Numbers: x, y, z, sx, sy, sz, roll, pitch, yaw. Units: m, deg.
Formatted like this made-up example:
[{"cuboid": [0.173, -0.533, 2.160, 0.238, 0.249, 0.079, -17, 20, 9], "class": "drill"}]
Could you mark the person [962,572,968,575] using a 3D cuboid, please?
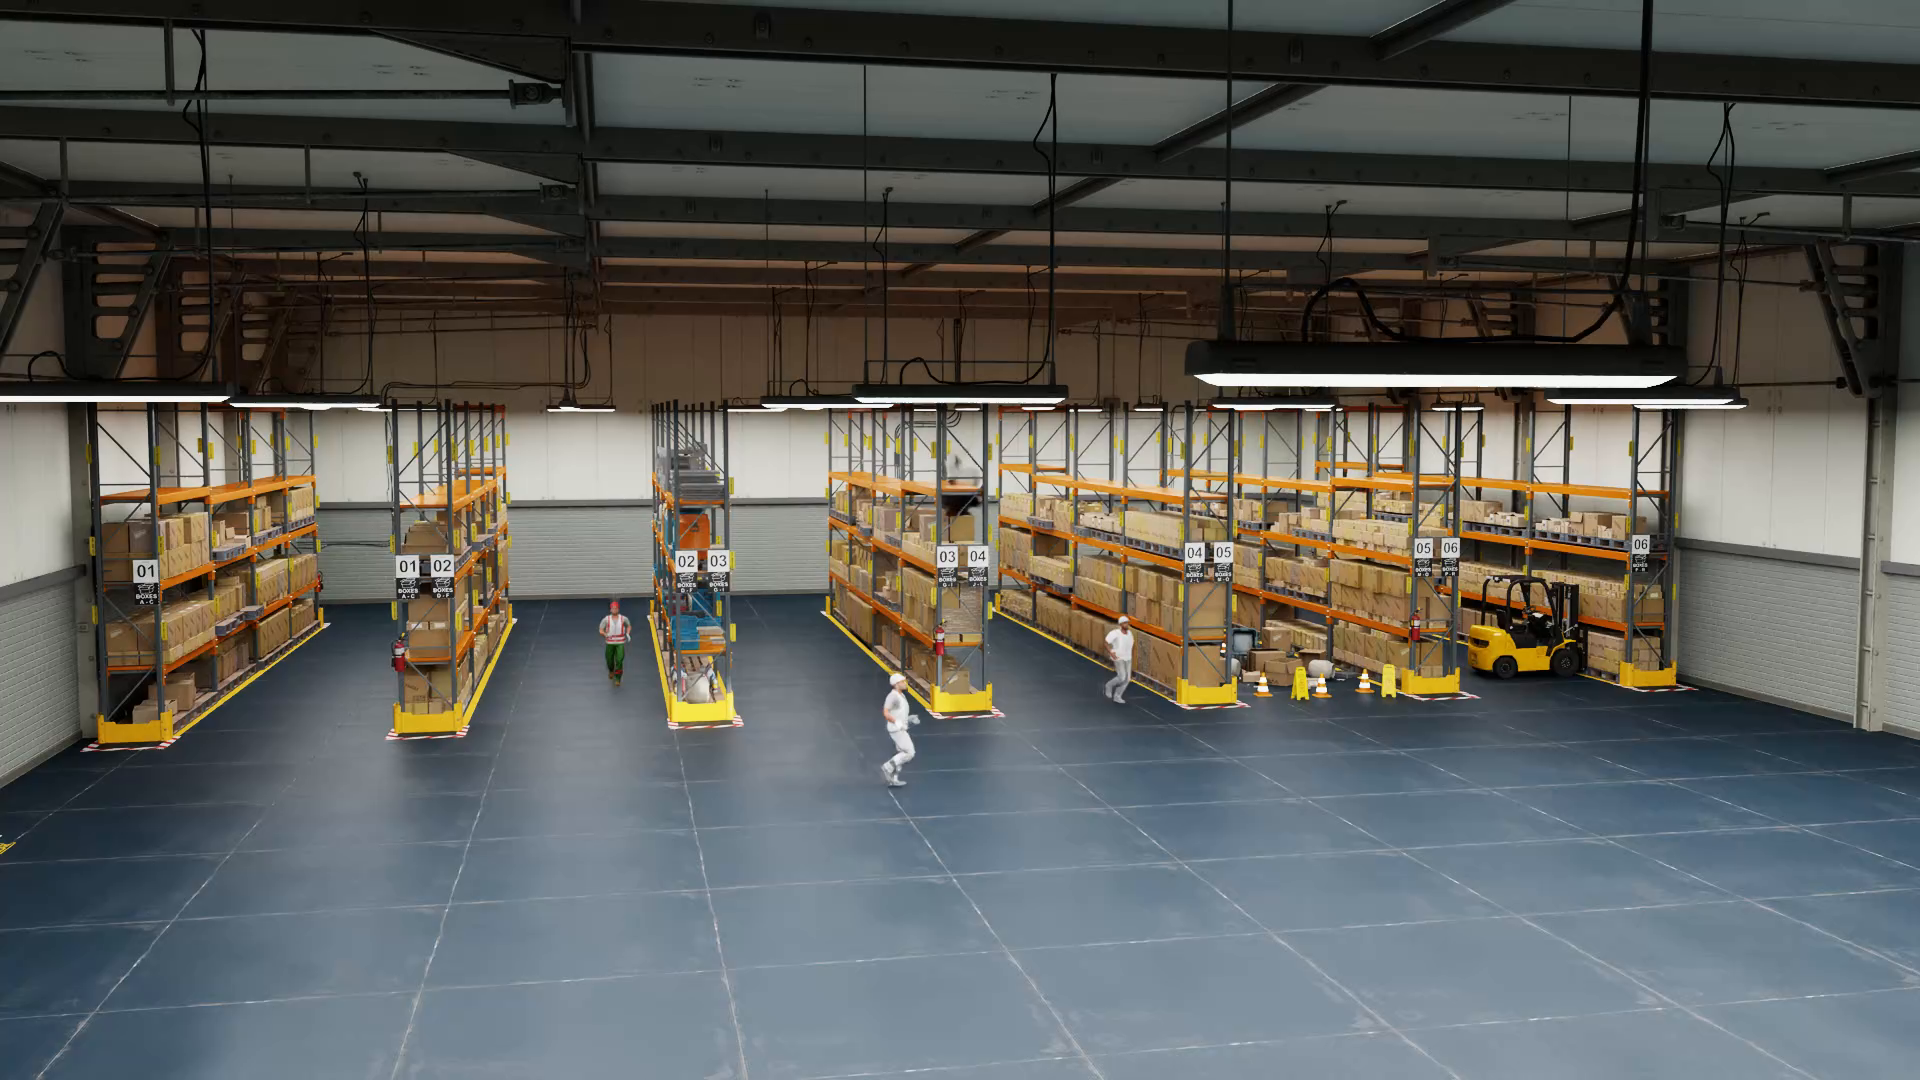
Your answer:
[{"cuboid": [0.154, 1.317, 46.677, 0.721, 1.820, 0.976, -1, 4, -13], "class": "person"}]

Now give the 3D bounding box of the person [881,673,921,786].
[{"cuboid": [-0.915, 2.919, 25.576, 0.578, 1.743, 0.627, 1, 4, 8], "class": "person"}]

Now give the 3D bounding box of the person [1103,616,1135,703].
[{"cuboid": [3.227, 2.373, 33.106, 0.734, 1.717, 0.523, -3, 5, -33], "class": "person"}]

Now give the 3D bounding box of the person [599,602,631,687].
[{"cuboid": [-7.288, 2.194, 35.193, 0.668, 1.760, 0.862, -1, 4, -12], "class": "person"}]
